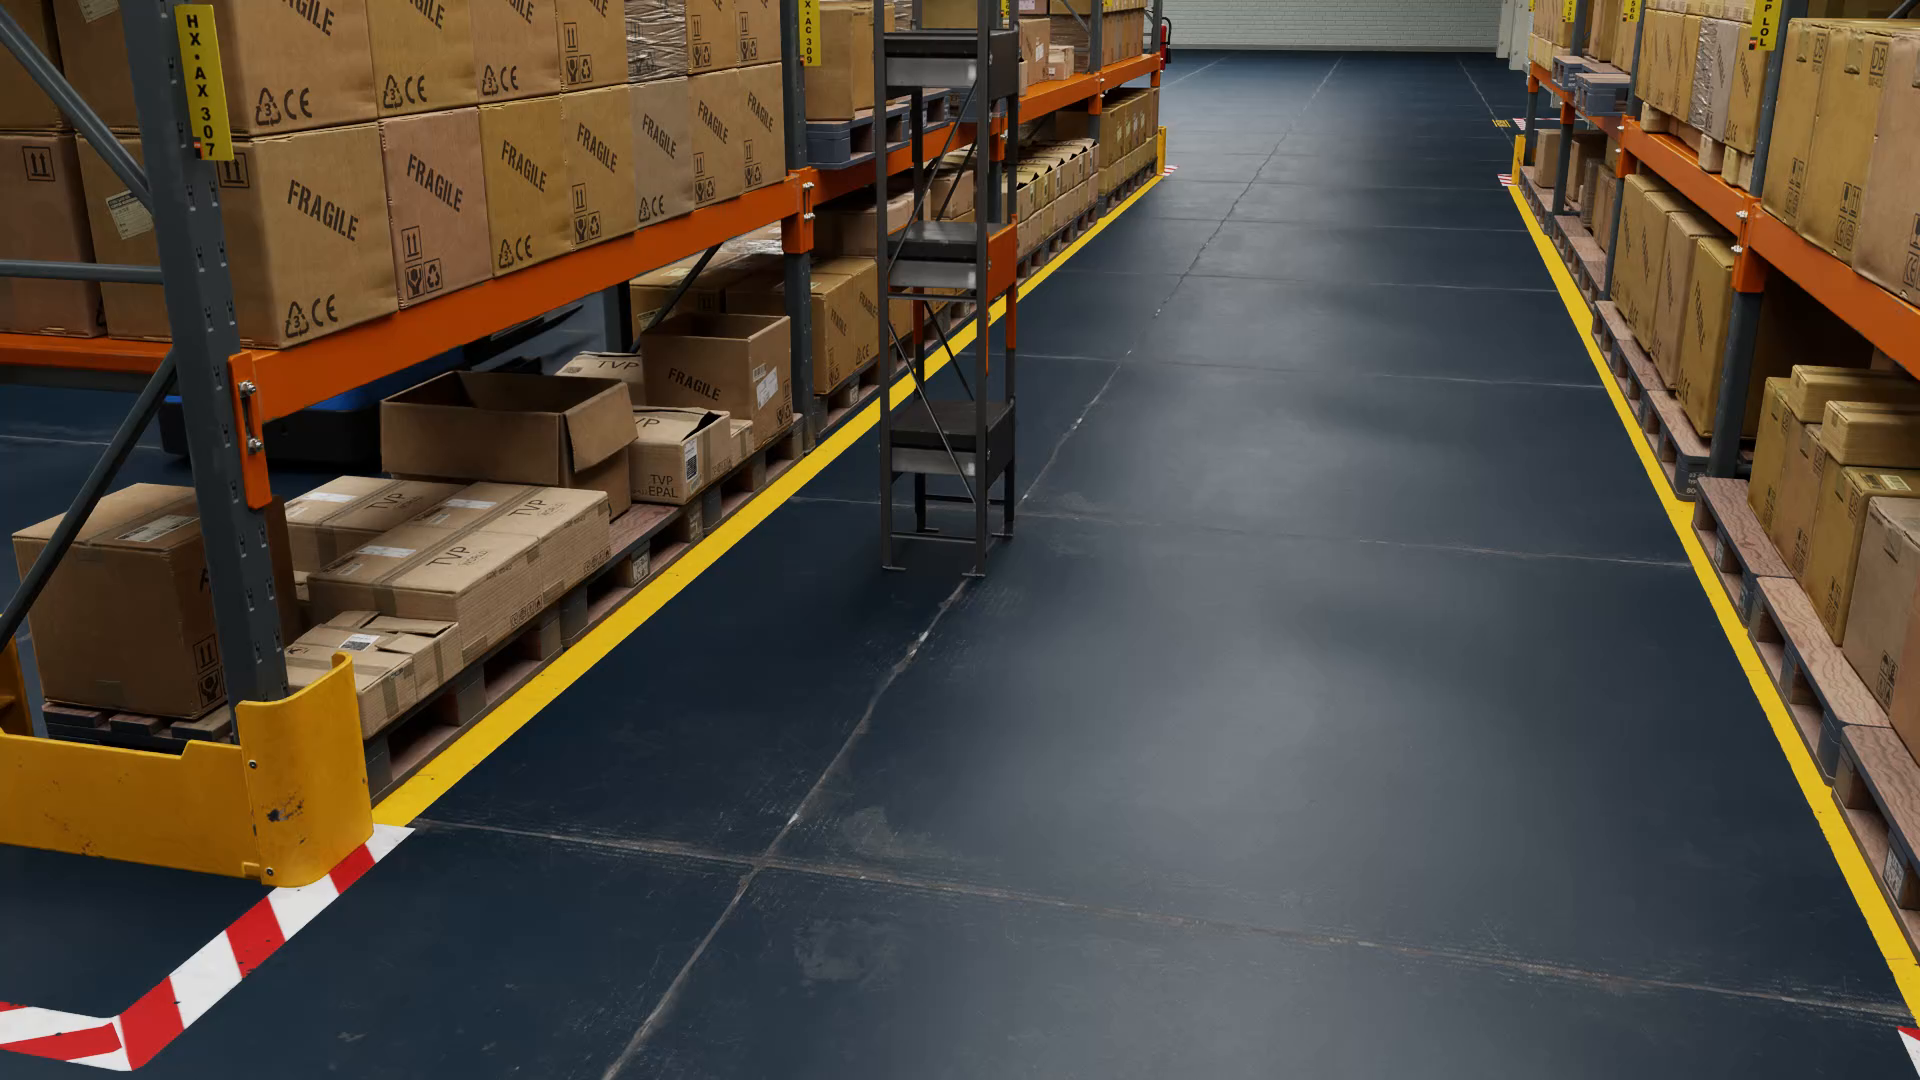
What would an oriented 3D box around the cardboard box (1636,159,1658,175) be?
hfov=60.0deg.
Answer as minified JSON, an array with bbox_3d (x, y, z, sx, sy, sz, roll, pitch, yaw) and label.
[{"bbox_3d":[4.916,-2.524,11.464,0.500,0.250,0.500,5,19,14],"label":"cardboard box"}]

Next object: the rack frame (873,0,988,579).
[{"bbox_3d":[-0.100,-0.865,5.972,0.400,2.100,0.015,5,19,13],"label":"rack frame"}]

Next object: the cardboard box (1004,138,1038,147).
[{"bbox_3d":[0.421,-3.437,14.847,0.500,0.311,0.500,5,19,14],"label":"cardboard box"}]

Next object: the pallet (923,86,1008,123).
[{"bbox_3d":[-0.311,-2.822,10.605,1.213,0.211,1.003,5,19,13],"label":"pallet"}]

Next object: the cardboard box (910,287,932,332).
[{"bbox_3d":[-0.463,-1.517,9.675,0.500,0.500,0.500,4,19,11],"label":"cardboard box"}]

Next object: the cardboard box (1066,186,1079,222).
[{"bbox_3d":[0.694,-2.810,13.879,0.500,0.250,0.500,5,20,15],"label":"cardboard box"}]

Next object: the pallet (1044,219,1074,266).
[{"bbox_3d":[0.326,-2.447,13.526,1.003,0.211,1.213,5,19,13],"label":"pallet"}]

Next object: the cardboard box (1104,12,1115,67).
[{"bbox_3d":[1.115,-4.894,16.221,0.700,0.500,0.500,5,19,14],"label":"cardboard box"}]

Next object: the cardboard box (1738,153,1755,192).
[{"bbox_3d":[3.422,-1.506,6.813,0.380,0.149,0.250,5,19,14],"label":"cardboard box"}]

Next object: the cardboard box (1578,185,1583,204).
[{"bbox_3d":[5.670,-3.032,14.626,0.380,0.166,0.250,2,19,6],"label":"cardboard box"}]

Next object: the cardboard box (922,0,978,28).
[{"bbox_3d":[-0.258,-3.170,10.525,0.700,0.500,0.500,-2,19,-5],"label":"cardboard box"}]

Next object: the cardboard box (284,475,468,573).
[{"bbox_3d":[-2.013,-0.015,5.665,0.500,0.250,0.500,5,19,13],"label":"cardboard box"}]

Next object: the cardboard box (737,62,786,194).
[{"bbox_3d":[-1.064,-1.747,7.008,0.500,0.500,0.500,5,19,14],"label":"cardboard box"}]

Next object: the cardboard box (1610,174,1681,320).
[{"bbox_3d":[4.284,-1.702,9.706,0.750,0.750,0.750,4,19,13],"label":"cardboard box"}]

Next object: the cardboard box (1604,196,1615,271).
[{"bbox_3d":[4.716,-1.996,11.076,0.700,0.500,0.500,5,19,14],"label":"cardboard box"}]

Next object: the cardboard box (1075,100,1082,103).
[{"bbox_3d":[0.917,-4.112,16.530,0.500,0.500,0.500,5,19,13],"label":"cardboard box"}]

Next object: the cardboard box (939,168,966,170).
[{"bbox_3d":[-0.204,-2.641,12.514,0.500,0.311,0.500,4,19,13],"label":"cardboard box"}]

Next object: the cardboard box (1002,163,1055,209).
[{"bbox_3d":[0.446,-2.759,12.863,0.500,0.311,0.500,4,19,12],"label":"cardboard box"}]

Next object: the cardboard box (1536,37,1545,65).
[{"bbox_3d":[5.875,-4.736,16.112,0.500,0.250,0.500,4,19,13],"label":"cardboard box"}]

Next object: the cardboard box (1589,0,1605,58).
[{"bbox_3d":[5.411,-4.093,13.195,0.700,0.500,0.500,5,19,14],"label":"cardboard box"}]

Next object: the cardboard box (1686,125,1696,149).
[{"bbox_3d":[3.922,-2.065,8.449,0.380,0.149,0.250,5,19,14],"label":"cardboard box"}]

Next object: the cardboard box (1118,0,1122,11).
[{"bbox_3d":[1.392,-5.293,16.386,0.380,0.149,0.250,4,19,13],"label":"cardboard box"}]

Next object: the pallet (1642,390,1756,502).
[{"bbox_3d":[3.729,-0.415,7.576,1.003,0.211,1.213,5,19,13],"label":"pallet"}]

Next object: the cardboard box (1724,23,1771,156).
[{"bbox_3d":[3.482,-1.849,6.814,0.500,0.500,0.500,4,19,13],"label":"cardboard box"}]

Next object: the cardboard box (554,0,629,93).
[{"bbox_3d":[-1.433,-1.742,5.446,0.500,0.500,0.500,4,19,13],"label":"cardboard box"}]

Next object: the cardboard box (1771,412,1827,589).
[{"bbox_3d":[3.206,-0.119,5.613,0.700,0.500,0.500,4,19,13],"label":"cardboard box"}]

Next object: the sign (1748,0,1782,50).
[{"bbox_3d":[3.085,-2.037,6.342,0.100,0.325,0.005,5,19,13],"label":"sign"}]

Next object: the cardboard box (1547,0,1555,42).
[{"bbox_3d":[5.634,-4.774,15.065,0.500,0.500,0.500,4,19,12],"label":"cardboard box"}]

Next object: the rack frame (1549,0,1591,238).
[{"bbox_3d":[5.568,-3.994,13.741,1.000,3.000,0.127,5,19,13],"label":"rack frame"}]

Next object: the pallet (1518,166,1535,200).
[{"bbox_3d":[6.294,-3.653,17.055,1.003,0.211,1.213,5,19,13],"label":"pallet"}]

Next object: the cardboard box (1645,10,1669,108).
[{"bbox_3d":[4.087,-2.643,9.138,0.500,0.500,0.500,5,20,15],"label":"cardboard box"}]

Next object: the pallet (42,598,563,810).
[{"bbox_3d":[-1.956,0.423,5.124,1.003,0.211,1.213,5,19,13],"label":"pallet"}]

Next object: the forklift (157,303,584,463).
[{"bbox_3d":[-2.919,-2.171,8.509,1.130,2.935,3.031,3,19,10],"label":"forklift"}]

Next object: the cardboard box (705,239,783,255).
[{"bbox_3d":[-1.096,-1.391,9.306,0.500,0.500,0.500,5,19,14],"label":"cardboard box"}]

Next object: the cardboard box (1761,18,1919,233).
[{"bbox_3d":[3.465,-1.460,5.858,0.980,0.700,0.700,5,19,14],"label":"cardboard box"}]

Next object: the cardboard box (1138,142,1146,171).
[{"bbox_3d":[1.666,-4.030,17.449,0.500,0.250,0.500,5,19,13],"label":"cardboard box"}]

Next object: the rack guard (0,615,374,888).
[{"bbox_3d":[-2.150,0.536,4.345,1.175,0.500,0.348,5,19,13],"label":"rack guard"}]

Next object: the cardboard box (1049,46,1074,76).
[{"bbox_3d":[0.686,-4.156,14.445,0.500,0.250,0.500,6,20,17],"label":"cardboard box"}]

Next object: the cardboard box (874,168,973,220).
[{"bbox_3d":[-0.224,-2.181,10.459,0.500,0.250,0.500,5,20,15],"label":"cardboard box"}]

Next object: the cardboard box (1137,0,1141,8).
[{"bbox_3d":[1.708,-5.695,17.563,0.380,0.149,0.250,4,19,13],"label":"cardboard box"}]

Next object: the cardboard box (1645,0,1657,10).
[{"bbox_3d":[4.223,-3.162,9.498,0.500,0.250,0.500,5,20,15],"label":"cardboard box"}]

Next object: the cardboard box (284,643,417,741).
[{"bbox_3d":[-1.733,0.414,4.566,0.380,0.149,0.250,5,19,13],"label":"cardboard box"}]

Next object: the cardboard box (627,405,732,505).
[{"bbox_3d":[-1.238,-0.377,6.629,0.500,0.311,0.500,5,19,13],"label":"cardboard box"}]

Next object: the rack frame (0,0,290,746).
[{"bbox_3d":[-2.168,-0.623,3.871,1.000,3.000,0.127,5,19,13],"label":"rack frame"}]

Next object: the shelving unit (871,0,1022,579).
[{"bbox_3d":[-0.040,-0.942,6.196,0.431,2.100,0.503,5,19,13],"label":"shelving unit"}]

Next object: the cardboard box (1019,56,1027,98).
[{"bbox_3d":[0.193,-3.353,12.003,0.500,0.311,0.500,4,19,13],"label":"cardboard box"}]

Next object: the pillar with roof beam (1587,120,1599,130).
[{"bbox_3d":[4.505,-10.020,22.101,9.100,9.000,0.400,5,19,13],"label":"pillar with roof beam"}]

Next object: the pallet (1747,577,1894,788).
[{"bbox_3d":[3.056,0.448,5.048,1.003,0.211,1.213,5,19,13],"label":"pallet"}]

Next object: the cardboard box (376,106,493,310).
[{"bbox_3d":[-1.683,-0.951,4.676,0.500,0.500,0.500,4,19,13],"label":"cardboard box"}]

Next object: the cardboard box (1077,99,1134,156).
[{"bbox_3d":[1.425,-4.071,16.409,0.500,0.500,0.500,5,19,13],"label":"cardboard box"}]

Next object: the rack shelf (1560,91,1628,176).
[{"bbox_3d":[5.080,-3.027,12.022,1.077,0.370,4.000,5,19,13],"label":"rack shelf"}]

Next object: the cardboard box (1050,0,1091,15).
[{"bbox_3d":[1.017,-4.808,14.964,0.380,0.149,0.250,5,19,13],"label":"cardboard box"}]
